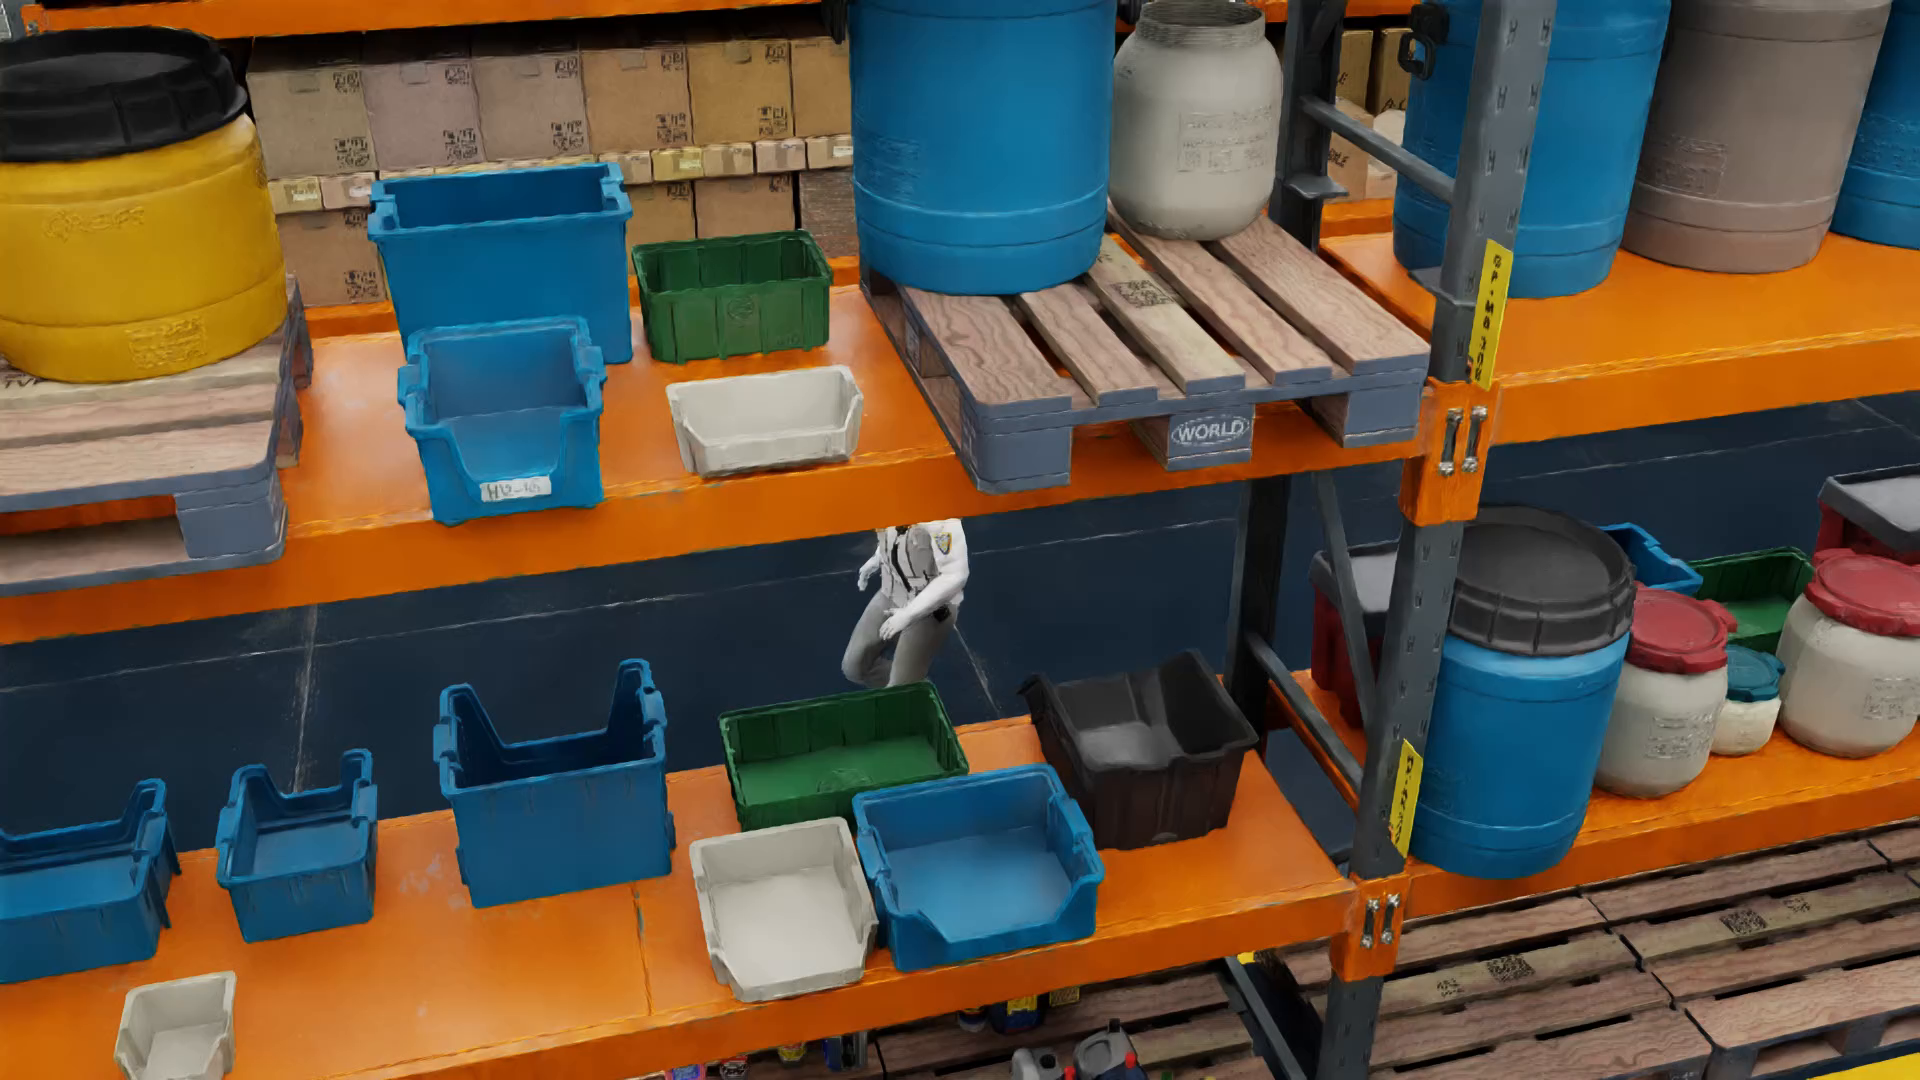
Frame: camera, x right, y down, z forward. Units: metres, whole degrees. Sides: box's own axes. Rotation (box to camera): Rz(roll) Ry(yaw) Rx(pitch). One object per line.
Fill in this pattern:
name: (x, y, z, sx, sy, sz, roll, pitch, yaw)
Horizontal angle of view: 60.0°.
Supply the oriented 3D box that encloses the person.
person: (-0.208, 0.265, 6.689, 0.468, 1.667, 0.655, -17, 35, -27)
